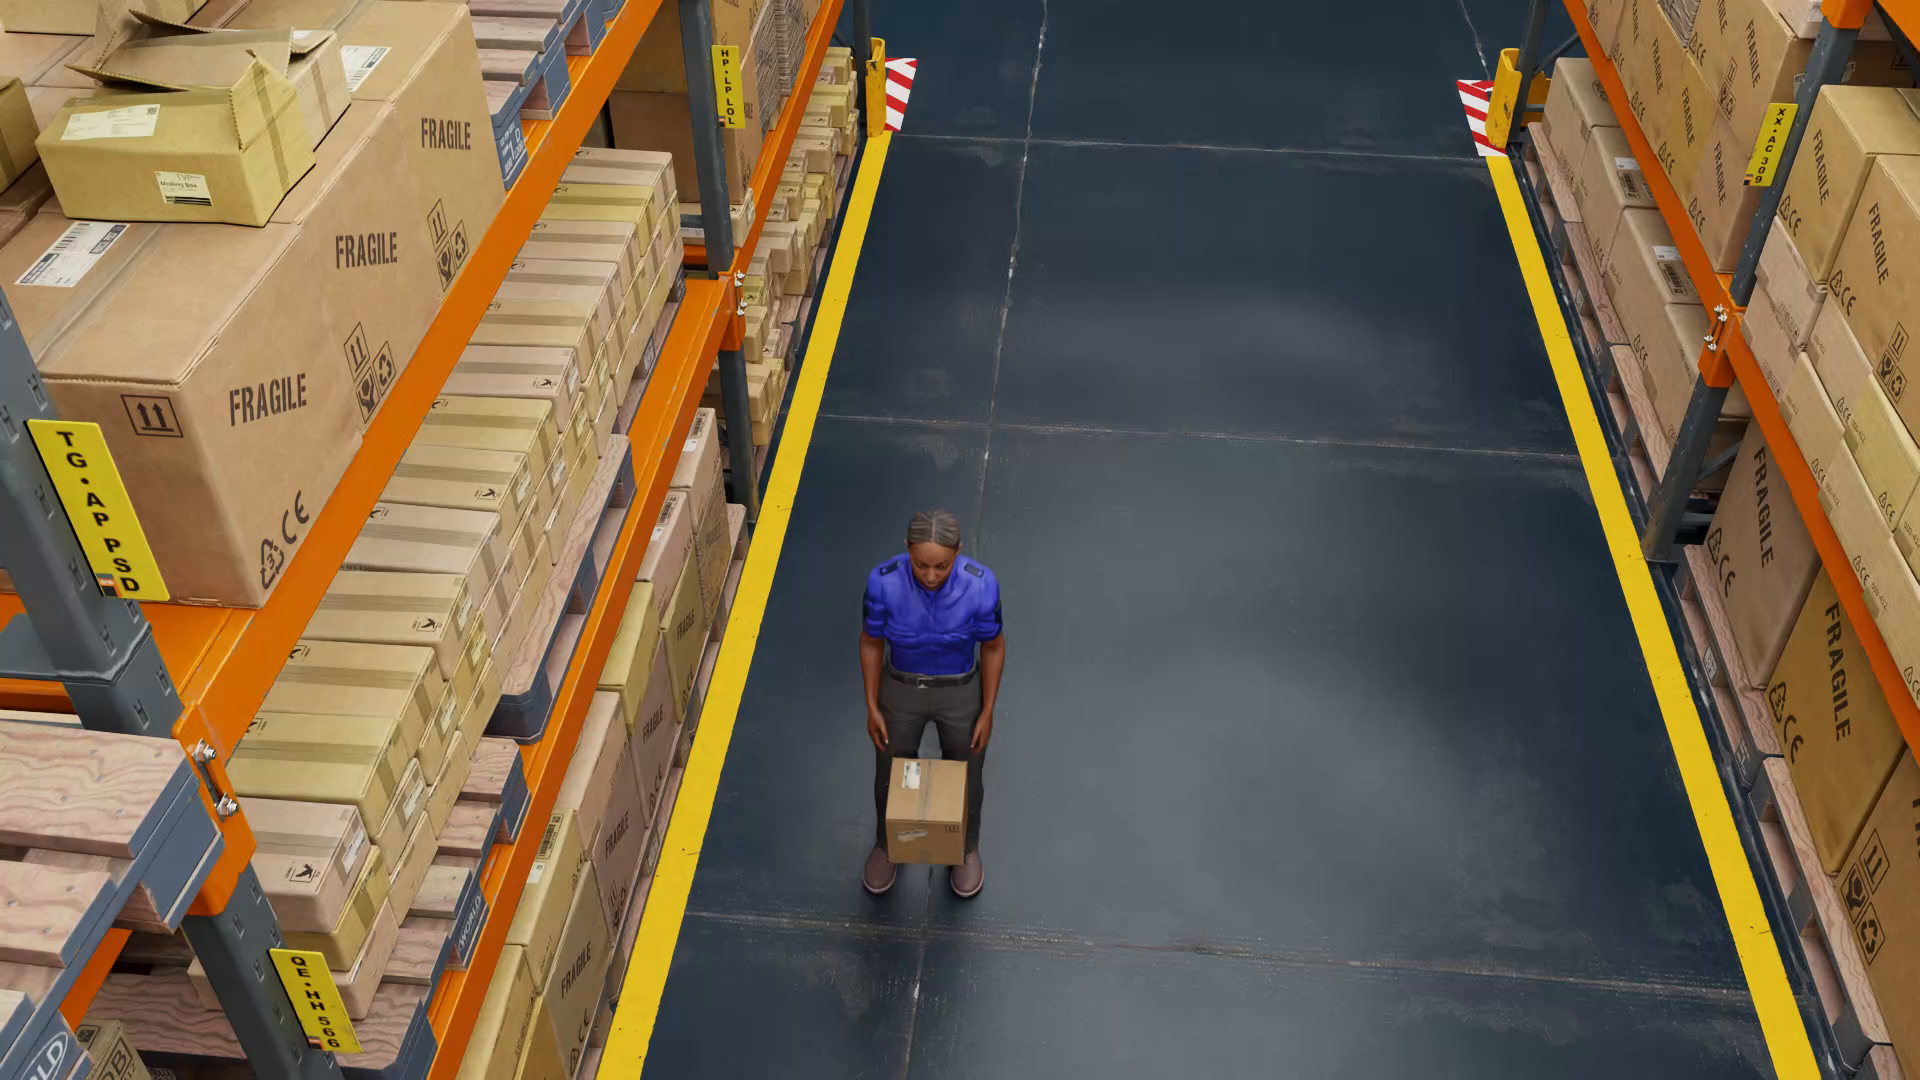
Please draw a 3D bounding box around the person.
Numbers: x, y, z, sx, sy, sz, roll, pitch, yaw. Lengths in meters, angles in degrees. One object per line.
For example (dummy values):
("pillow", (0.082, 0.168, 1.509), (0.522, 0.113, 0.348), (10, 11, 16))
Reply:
("person", (-0.099, 0.535, 5.525), (0.492, 1.660, 0.345), (2, 40, 3))
